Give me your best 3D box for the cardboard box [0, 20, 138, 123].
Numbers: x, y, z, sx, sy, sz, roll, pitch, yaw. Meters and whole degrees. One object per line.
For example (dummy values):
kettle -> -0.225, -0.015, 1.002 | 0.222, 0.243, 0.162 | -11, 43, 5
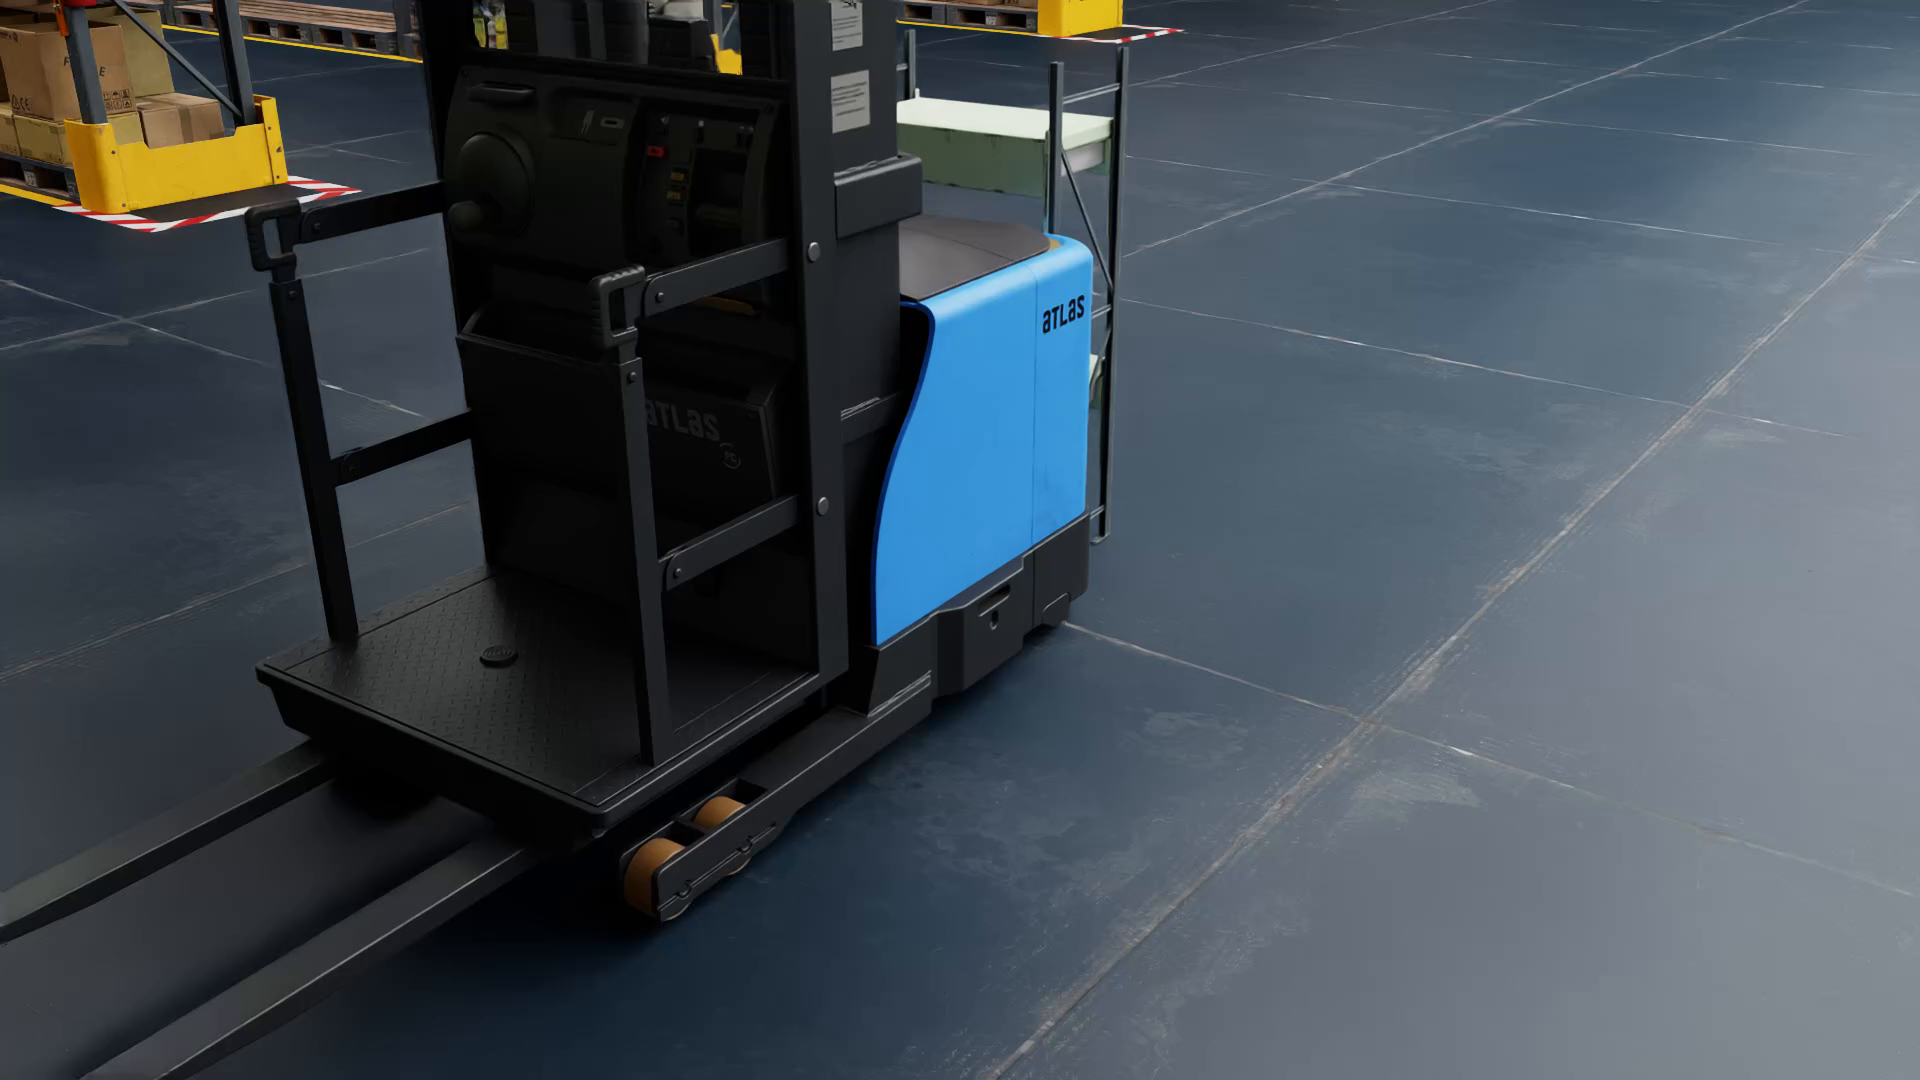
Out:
cardboard box -> -5.242, -2.761, 9.755 | 0.500, 0.500, 0.500 | 17, 29, 33

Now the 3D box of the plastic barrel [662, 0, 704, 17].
plastic barrel -> -2.233, -4.235, 13.707 | 0.421, 0.512, 0.421 | 0, 24, 0

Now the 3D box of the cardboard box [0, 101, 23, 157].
cardboard box -> -5.648, -2.535, 10.173 | 0.500, 0.250, 0.500 | 17, 29, 33

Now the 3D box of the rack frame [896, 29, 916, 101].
rack frame -> -0.255, -0.798, 5.201 | 0.023, 1.500, 0.400 | 15, 28, 30

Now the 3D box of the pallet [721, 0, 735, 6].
pallet -> -2.515, -6.524, 19.796 | 1.213, 0.211, 1.003 | 17, 29, 33

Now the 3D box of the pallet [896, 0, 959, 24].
pallet -> -0.352, -5.891, 18.357 | 1.213, 0.211, 1.003 | 17, 29, 33

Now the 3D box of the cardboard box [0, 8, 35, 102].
cardboard box -> -6.051, -2.998, 10.293 | 0.500, 0.500, 0.500 | 17, 29, 33

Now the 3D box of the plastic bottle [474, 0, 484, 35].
plastic bottle -> -4.313, -4.629, 14.775 | 0.185, 0.351, 0.144 | 15, 28, 31

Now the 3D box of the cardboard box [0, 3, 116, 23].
cardboard box -> -5.739, -3.166, 10.674 | 0.500, 0.500, 0.500 | 17, 29, 33

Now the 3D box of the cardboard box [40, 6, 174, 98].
cardboard box -> -5.331, -3.049, 10.409 | 0.500, 0.500, 0.500 | 17, 29, 33

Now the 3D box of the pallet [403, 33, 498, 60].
pallet -> -4.349, -4.563, 15.343 | 1.213, 0.211, 1.003 | 17, 29, 33

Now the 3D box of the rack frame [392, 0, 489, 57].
rack frame -> -4.861, -6.014, 15.180 | 0.127, 3.000, 1.000 | 17, 29, 33

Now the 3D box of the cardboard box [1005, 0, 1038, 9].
cardboard box -> 0.820, -5.850, 17.386 | 0.500, 0.500, 0.500 | -20, 31, -38

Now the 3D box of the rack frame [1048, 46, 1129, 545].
rack frame -> 0.357, -0.636, 4.833 | 0.023, 1.500, 0.400 | 15, 28, 30

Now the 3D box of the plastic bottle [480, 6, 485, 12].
plastic bottle -> -4.276, -4.642, 14.904 | 0.097, 0.271, 0.097 | 0, 24, 0

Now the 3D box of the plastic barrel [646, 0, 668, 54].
plastic barrel -> -2.634, -4.357, 13.982 | 0.421, 0.512, 0.421 | 0, 24, 0

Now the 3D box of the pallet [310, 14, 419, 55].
pallet -> -5.513, -4.916, 16.145 | 1.213, 0.211, 1.003 | 17, 29, 33

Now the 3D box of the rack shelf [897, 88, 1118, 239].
rack shelf -> 0.051, -1.074, 4.860 | 0.720, 0.370, 0.431 | 15, 28, 30

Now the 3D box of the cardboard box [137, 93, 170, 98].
cardboard box -> -5.332, -2.705, 10.558 | 0.500, 0.250, 0.500 | 17, 29, 33

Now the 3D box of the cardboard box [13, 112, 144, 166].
cardboard box -> -5.241, -2.418, 9.907 | 0.500, 0.250, 0.500 | 17, 29, 33

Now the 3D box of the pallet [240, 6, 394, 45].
pallet -> -6.493, -5.211, 16.814 | 1.213, 0.211, 1.003 | 17, 29, 33

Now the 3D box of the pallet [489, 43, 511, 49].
pallet -> -3.368, -4.268, 14.674 | 1.213, 0.211, 1.003 | 17, 29, 33

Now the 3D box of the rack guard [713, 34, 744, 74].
rack guard -> -1.749, -3.906, 13.496 | 0.348, 0.500, 1.175 | 17, 29, 33

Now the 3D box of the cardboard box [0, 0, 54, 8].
cardboard box -> -6.129, -3.292, 10.961 | 0.500, 0.500, 0.500 | 17, 29, 33

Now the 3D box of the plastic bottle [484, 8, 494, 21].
plastic bottle -> -4.173, -4.569, 14.738 | 0.097, 0.271, 0.097 | 0, 24, 0

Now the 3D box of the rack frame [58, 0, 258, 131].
rack frame -> -4.634, -3.450, 9.360 | 0.127, 3.000, 1.000 | 17, 29, 33

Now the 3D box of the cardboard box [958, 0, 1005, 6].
cardboard box -> 0.322, -5.983, 17.689 | 0.500, 0.500, 0.500 | -17, 29, -34

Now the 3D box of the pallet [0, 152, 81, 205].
pallet -> -5.271, -2.345, 10.311 | 1.213, 0.211, 1.003 | 17, 29, 33

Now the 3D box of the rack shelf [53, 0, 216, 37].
rack shelf -> -6.235, -3.604, 10.603 | 4.000, 0.370, 1.077 | 17, 29, 33

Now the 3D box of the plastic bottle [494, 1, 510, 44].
plastic bottle -> -3.973, -4.526, 14.542 | 0.185, 0.351, 0.144 | 17, 29, 33

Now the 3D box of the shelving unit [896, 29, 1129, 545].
shelving unit -> 0.051, -0.717, 5.017 | 0.755, 1.500, 0.431 | 15, 28, 30

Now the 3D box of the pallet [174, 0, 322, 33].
pallet -> -7.465, -5.506, 17.484 | 1.213, 0.211, 1.003 | 17, 29, 33

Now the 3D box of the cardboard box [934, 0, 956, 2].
cardboard box -> -0.168, -6.141, 18.047 | 0.500, 0.500, 0.500 | 20, 31, 38

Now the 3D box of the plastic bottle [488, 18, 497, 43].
plastic bottle -> -4.101, -4.484, 14.633 | 0.097, 0.201, 0.097 | 0, 24, 0

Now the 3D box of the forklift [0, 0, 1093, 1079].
forklift -> -0.873, -0.770, 3.362 | 1.130, 2.935, 3.031 | 15, 28, 31

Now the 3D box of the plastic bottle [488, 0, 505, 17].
plastic bottle -> -4.259, -4.894, 15.378 | 0.185, 0.351, 0.144 | 17, 29, 33

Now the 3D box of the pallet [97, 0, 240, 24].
pallet -> -8.718, -5.883, 18.340 | 1.213, 0.211, 1.003 | 17, 29, 33

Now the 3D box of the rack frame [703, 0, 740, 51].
rack frame -> -1.660, -5.047, 12.985 | 0.127, 3.000, 1.000 | 17, 29, 33

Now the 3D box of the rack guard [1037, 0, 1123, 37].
rack guard -> 1.249, -5.520, 17.157 | 0.348, 0.500, 1.175 | 17, 29, 33

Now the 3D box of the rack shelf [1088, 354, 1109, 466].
rack shelf -> 0.051, -0.419, 5.148 | 0.720, 0.370, 0.431 | 15, 28, 30

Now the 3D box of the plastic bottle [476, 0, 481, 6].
plastic bottle -> -4.378, -4.721, 14.984 | 0.185, 0.351, 0.144 | 17, 29, 33

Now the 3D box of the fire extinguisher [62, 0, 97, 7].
fire extinguisher -> -4.818, -3.236, 8.970 | 0.183, 0.674, 0.296 | 17, 29, 33

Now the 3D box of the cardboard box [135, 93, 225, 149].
cardboard box -> -4.930, -2.585, 10.287 | 0.500, 0.250, 0.500 | 17, 29, 33

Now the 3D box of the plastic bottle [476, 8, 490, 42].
plastic bottle -> -4.206, -4.545, 14.668 | 0.133, 0.283, 0.061 | 18, 30, 36

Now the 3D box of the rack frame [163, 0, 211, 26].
rack frame -> -8.062, -6.982, 17.376 | 0.127, 3.000, 1.000 | 17, 29, 33

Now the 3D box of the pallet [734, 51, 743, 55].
pallet -> -2.396, -3.972, 14.004 | 1.213, 0.211, 1.003 | 17, 29, 33

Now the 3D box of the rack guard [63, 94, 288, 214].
rack guard -> -4.615, -2.300, 9.851 | 0.348, 0.500, 1.175 | 17, 29, 33

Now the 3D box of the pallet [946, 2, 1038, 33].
pallet -> 0.620, -5.595, 17.687 | 1.213, 0.211, 1.003 | 17, 29, 33
